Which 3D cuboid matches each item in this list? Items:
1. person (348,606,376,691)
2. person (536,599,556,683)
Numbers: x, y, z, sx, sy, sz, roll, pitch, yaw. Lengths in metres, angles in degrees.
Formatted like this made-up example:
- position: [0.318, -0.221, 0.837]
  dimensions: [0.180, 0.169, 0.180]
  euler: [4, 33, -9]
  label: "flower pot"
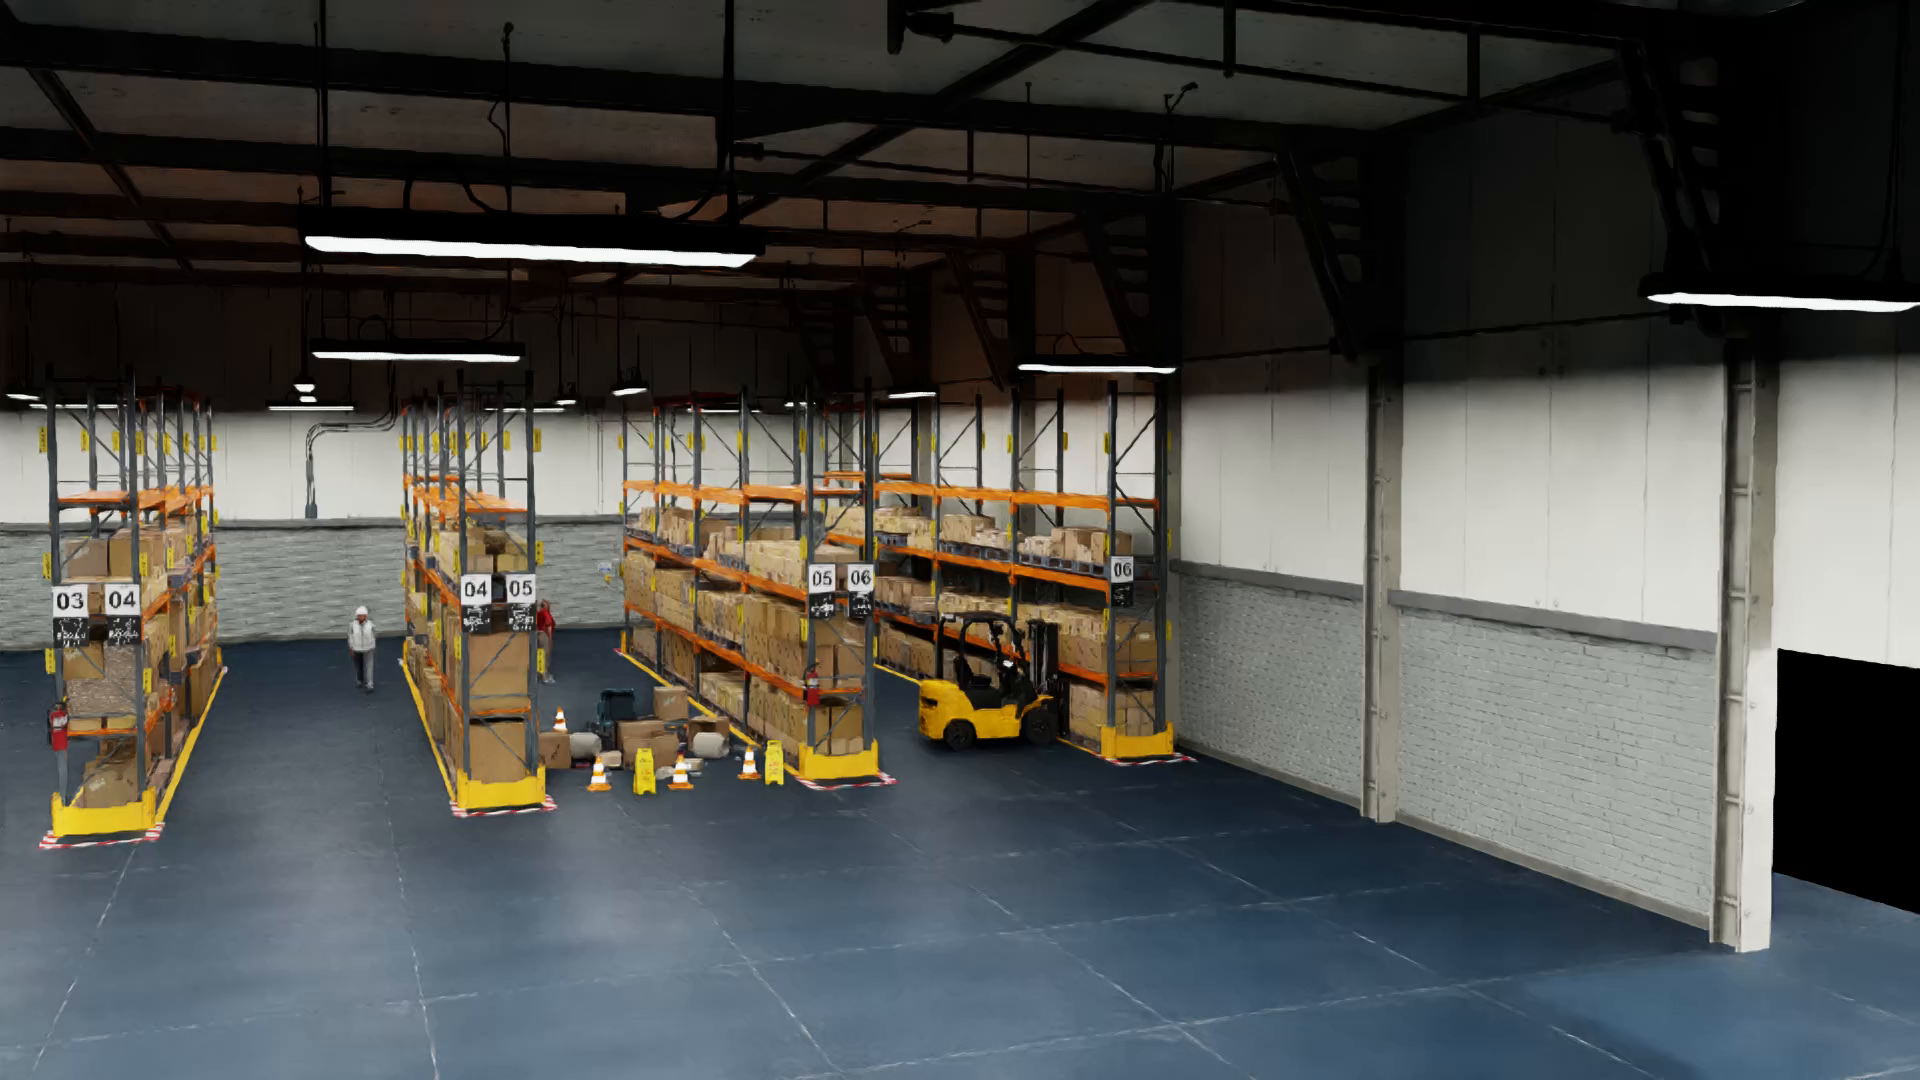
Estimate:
- position: [-12.085, 2.178, 33.610]
  dimensions: [0.543, 1.700, 1.115]
  euler: [-1, 4, -19]
  label: "person"
- position: [-8.647, 2.088, 34.821]
  dimensions: [0.476, 1.738, 0.624]
  euler: [-3, 4, -41]
  label: "person"
